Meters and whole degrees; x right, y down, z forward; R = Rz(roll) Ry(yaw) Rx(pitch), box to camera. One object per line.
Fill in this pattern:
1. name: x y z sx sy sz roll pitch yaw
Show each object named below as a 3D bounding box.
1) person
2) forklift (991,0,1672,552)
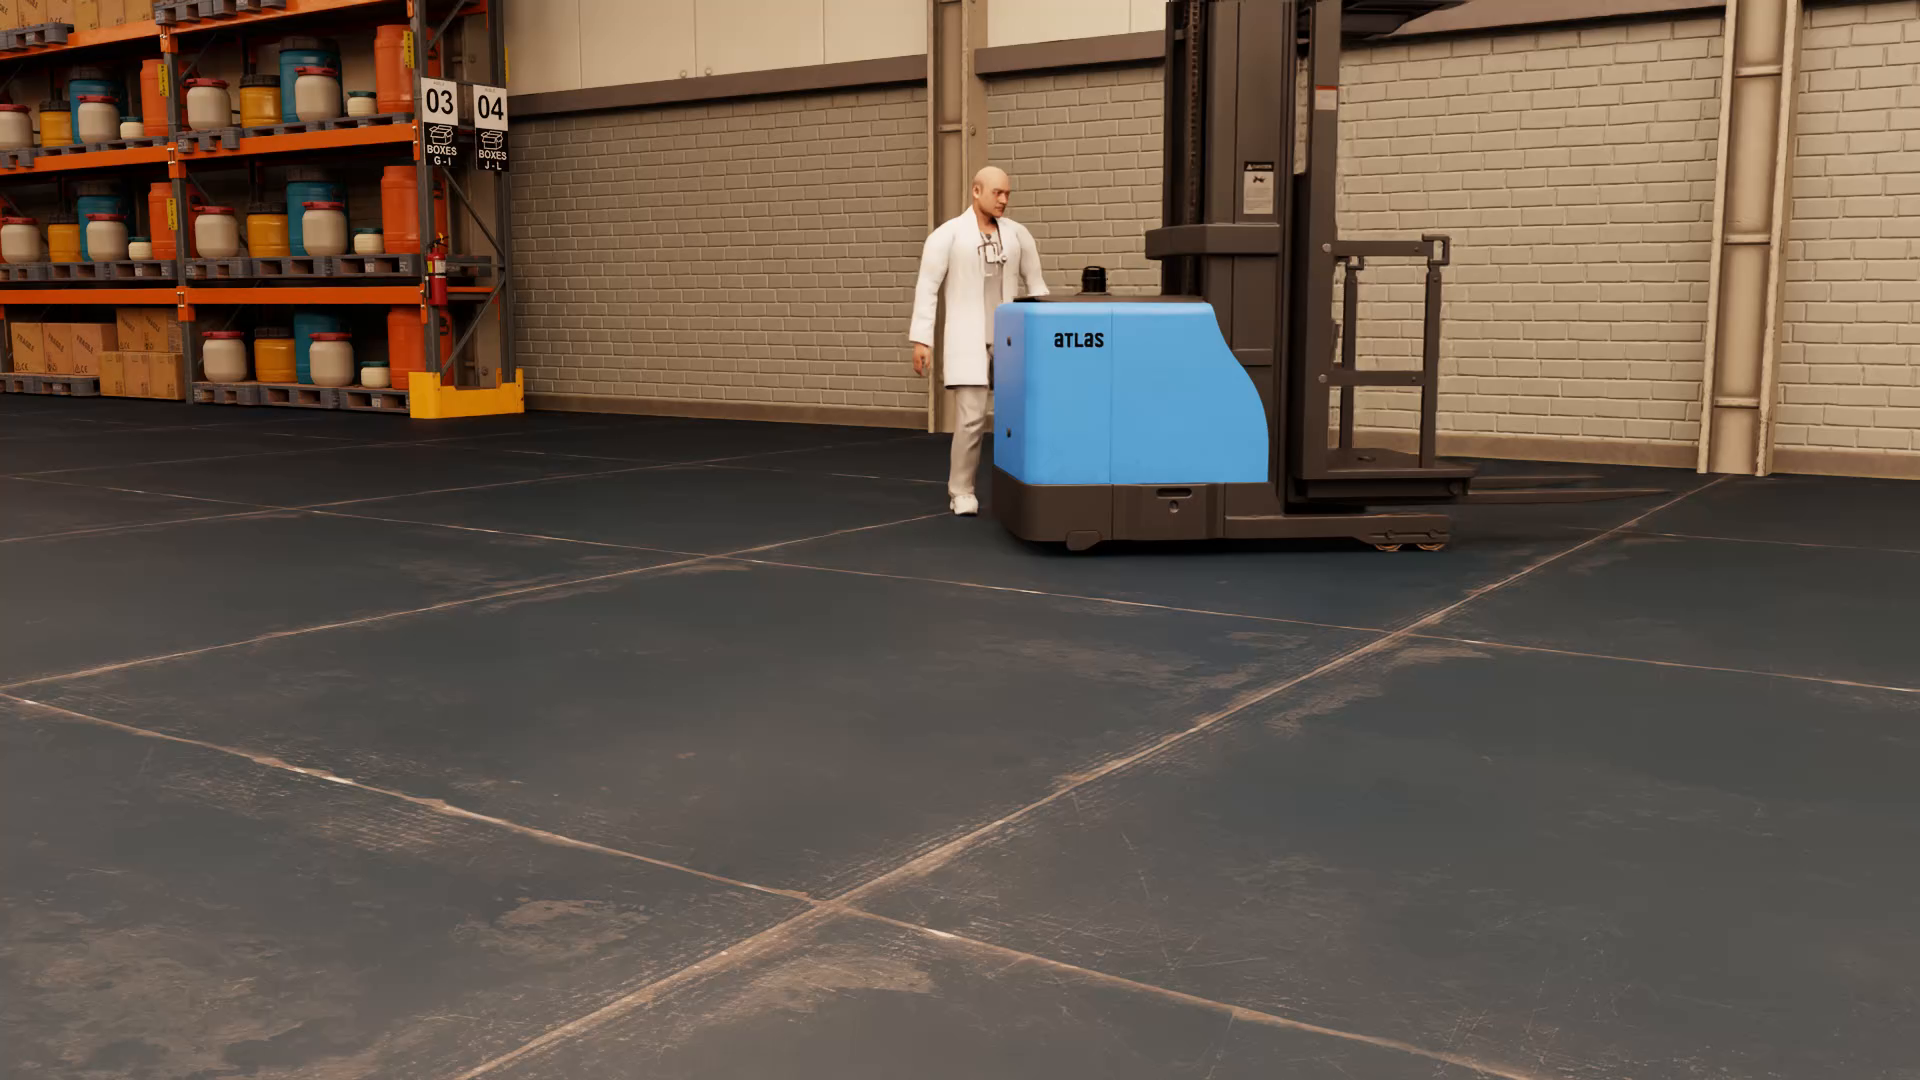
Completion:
1. person: 0.148 -1.009 8.484 0.823 1.752 0.453 -4 9 -25
2. forklift: 1.706 -1.471 7.540 3.031 2.935 1.130 -1 8 -7
